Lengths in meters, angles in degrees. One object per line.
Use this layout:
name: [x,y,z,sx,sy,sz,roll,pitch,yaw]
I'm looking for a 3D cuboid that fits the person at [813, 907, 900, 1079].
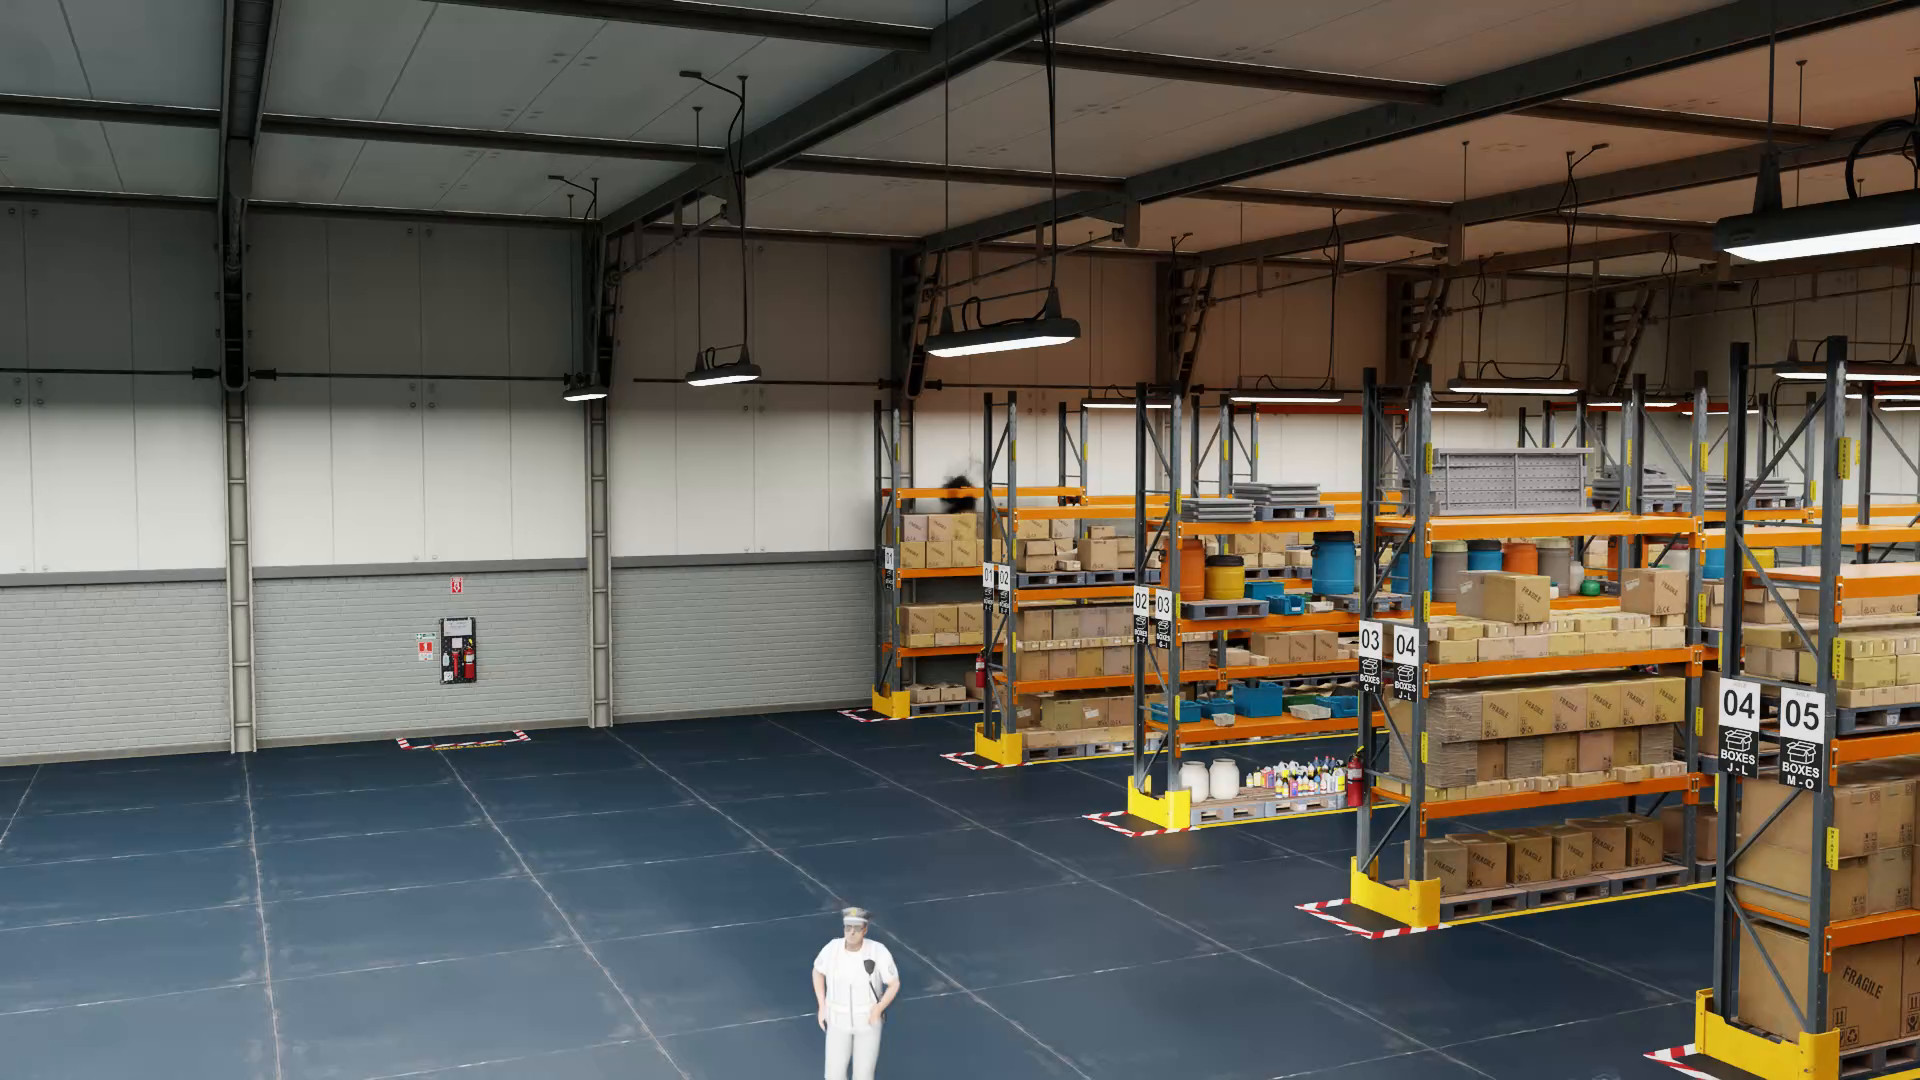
person: [-0.777,3.570,12.290,0.668,1.749,0.605,0,3,1]
